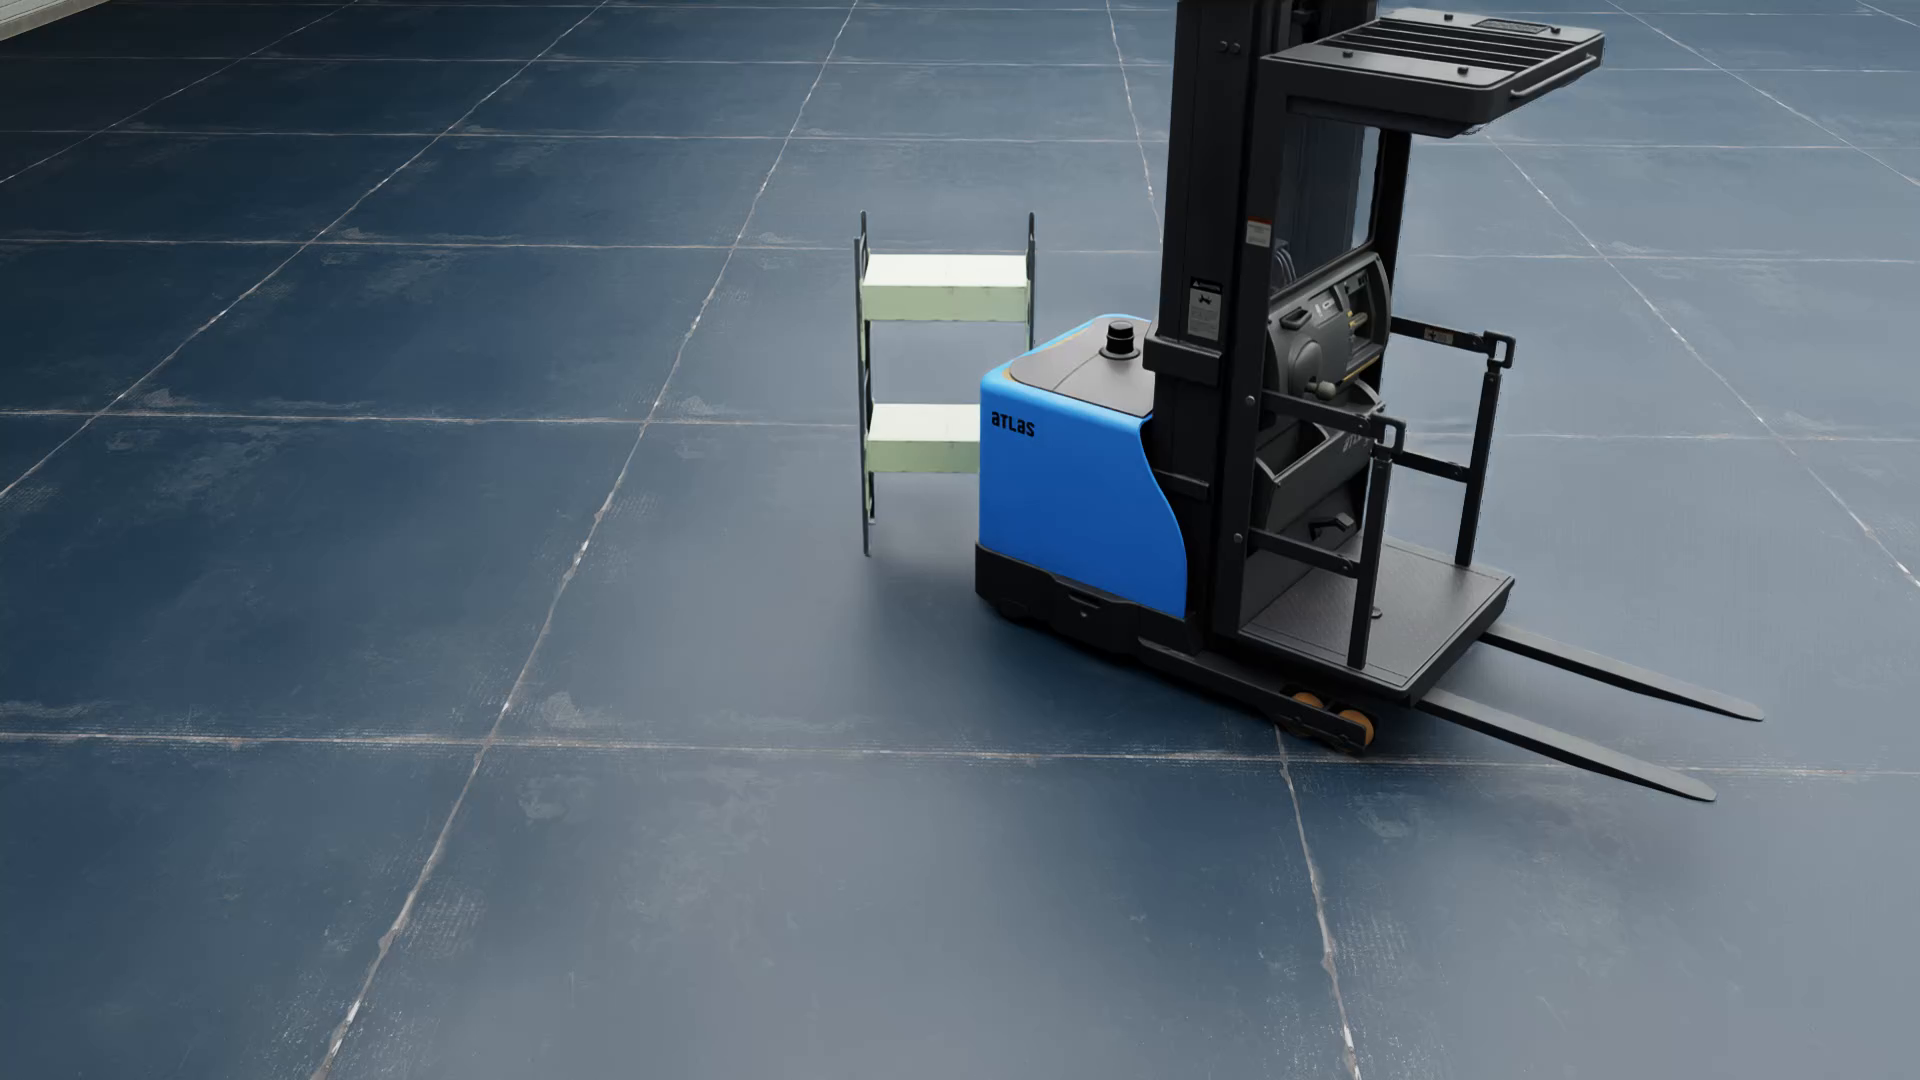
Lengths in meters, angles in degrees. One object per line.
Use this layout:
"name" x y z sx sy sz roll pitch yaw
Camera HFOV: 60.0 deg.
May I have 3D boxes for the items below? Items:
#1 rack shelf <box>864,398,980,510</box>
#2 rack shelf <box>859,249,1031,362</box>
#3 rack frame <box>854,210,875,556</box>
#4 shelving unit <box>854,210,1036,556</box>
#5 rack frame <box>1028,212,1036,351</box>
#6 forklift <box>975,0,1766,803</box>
"rack shelf" -0.059 -0.391 7.583 0.720 0.370 0.431 1 28 1
"rack shelf" -0.059 -1.024 7.248 0.720 0.370 0.431 1 28 1
"rack frame" -0.425 -0.684 7.439 0.023 1.500 0.400 1 28 1
"shelving unit" -0.059 -0.679 7.430 0.755 1.500 0.431 1 28 1
"rack frame" 0.307 -0.675 7.422 0.023 1.500 0.400 1 28 1
"forklift" 1.543 -0.771 6.075 3.031 2.935 1.130 20 34 33
